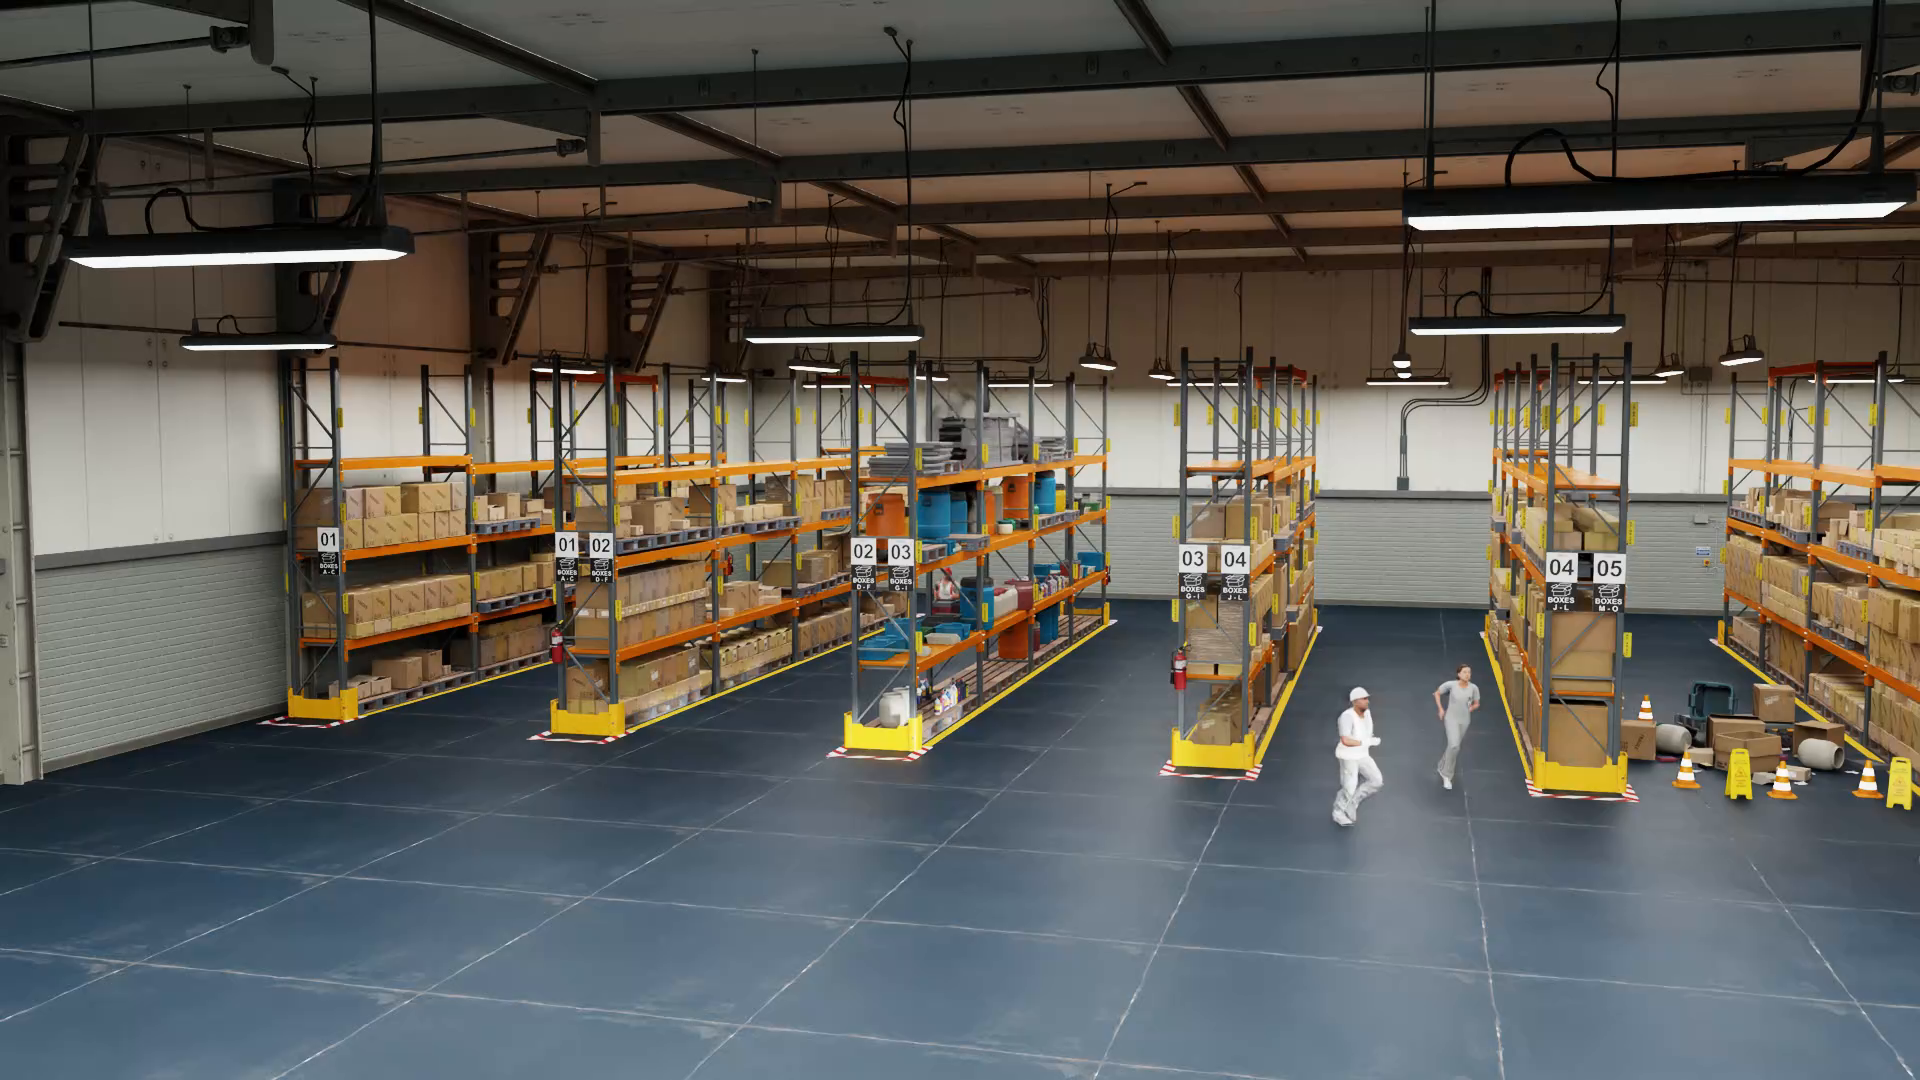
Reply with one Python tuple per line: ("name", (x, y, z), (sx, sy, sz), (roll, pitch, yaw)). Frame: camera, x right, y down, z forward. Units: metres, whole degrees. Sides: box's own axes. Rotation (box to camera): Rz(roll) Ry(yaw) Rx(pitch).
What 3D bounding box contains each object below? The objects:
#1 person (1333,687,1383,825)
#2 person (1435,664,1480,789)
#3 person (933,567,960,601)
("person", (4.843, 2.636, 20.196), (0.727, 1.724, 0.747), (-4, 6, -42))
("person", (6.812, 2.525, 22.764), (0.556, 1.707, 0.762), (0, 4, -5))
("person", (-0.291, 1.480, 35.505), (0.655, 1.817, 0.909), (1, 4, 11))
